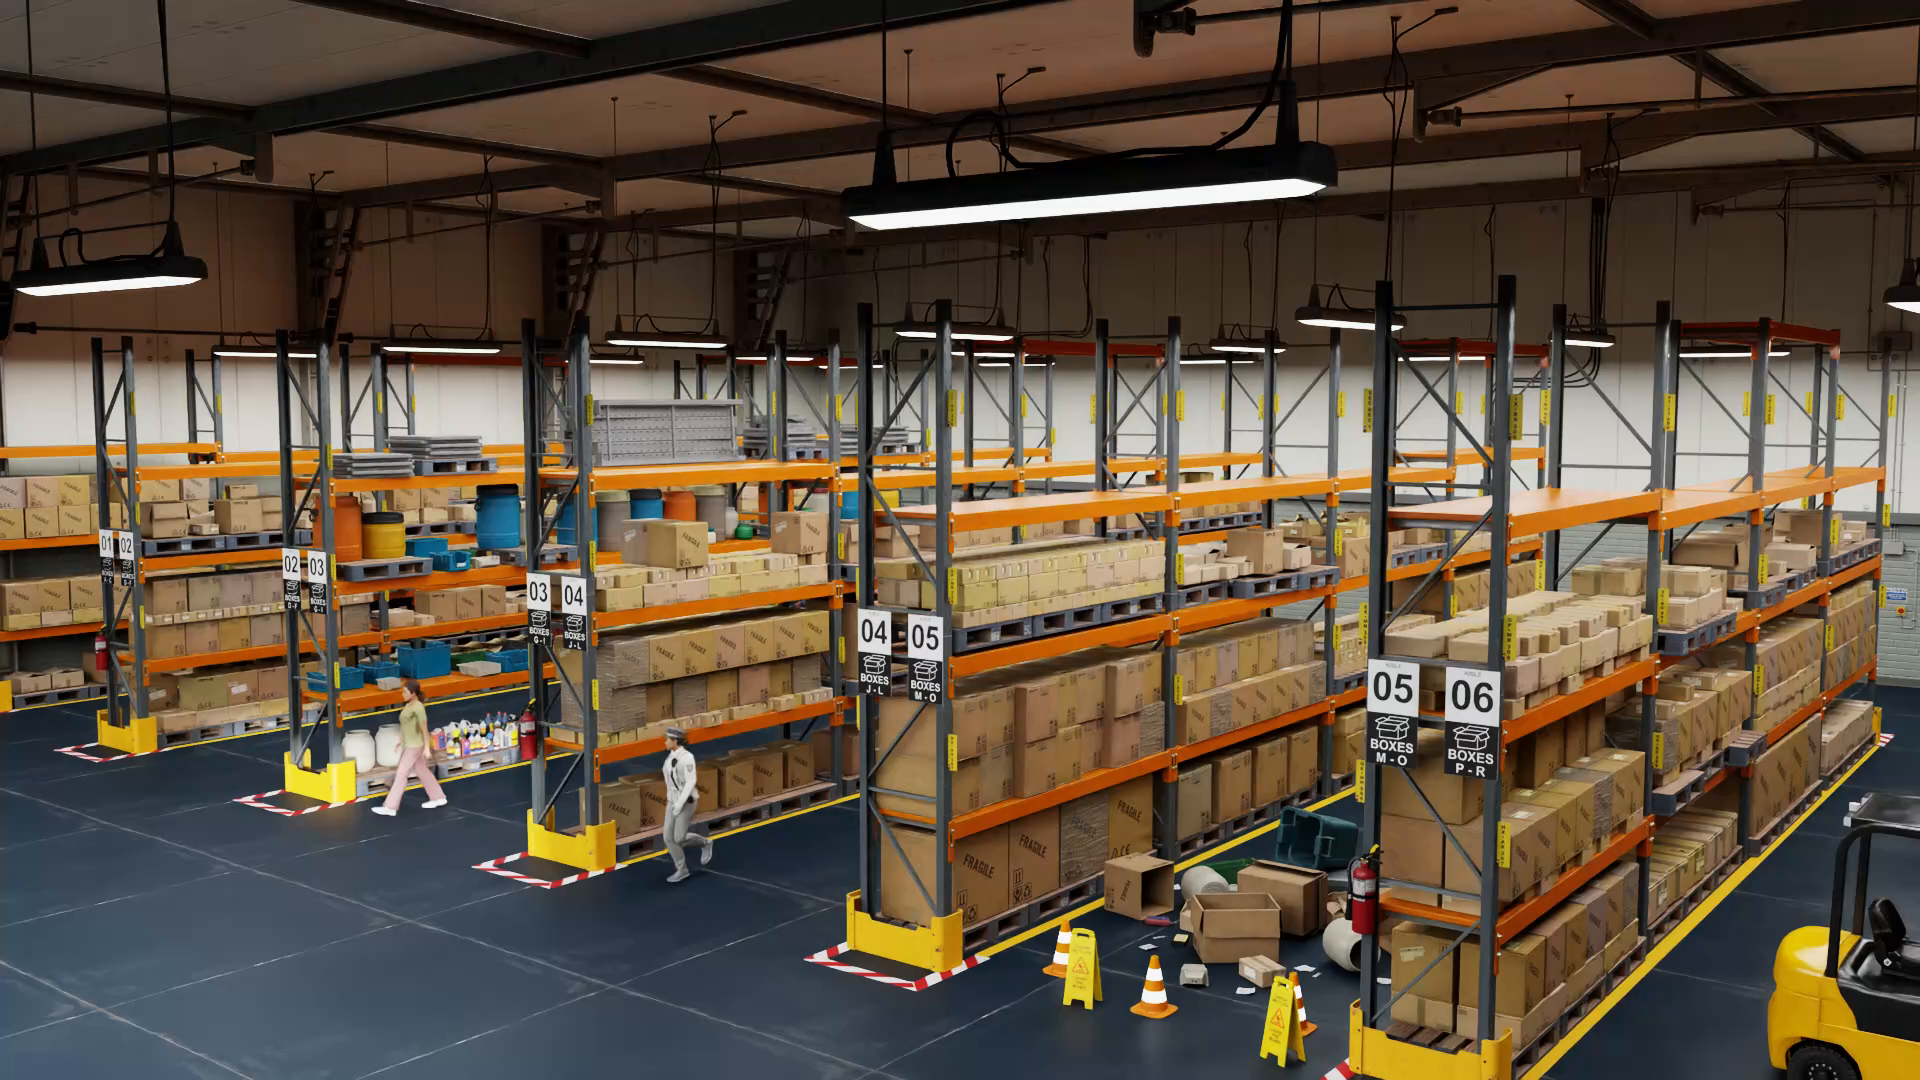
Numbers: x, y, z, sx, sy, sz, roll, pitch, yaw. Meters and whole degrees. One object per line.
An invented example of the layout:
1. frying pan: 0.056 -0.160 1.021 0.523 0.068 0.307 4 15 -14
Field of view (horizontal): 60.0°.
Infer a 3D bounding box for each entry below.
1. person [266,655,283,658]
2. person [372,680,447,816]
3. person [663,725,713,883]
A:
1. person: -11.702 1.823 28.512 0.595 1.793 0.775 2 5 17
2. person: -6.838 2.550 20.579 0.937 1.633 0.470 -3 6 -28
3. person: -2.937 2.803 17.827 0.575 1.647 0.549 -4 6 -39
